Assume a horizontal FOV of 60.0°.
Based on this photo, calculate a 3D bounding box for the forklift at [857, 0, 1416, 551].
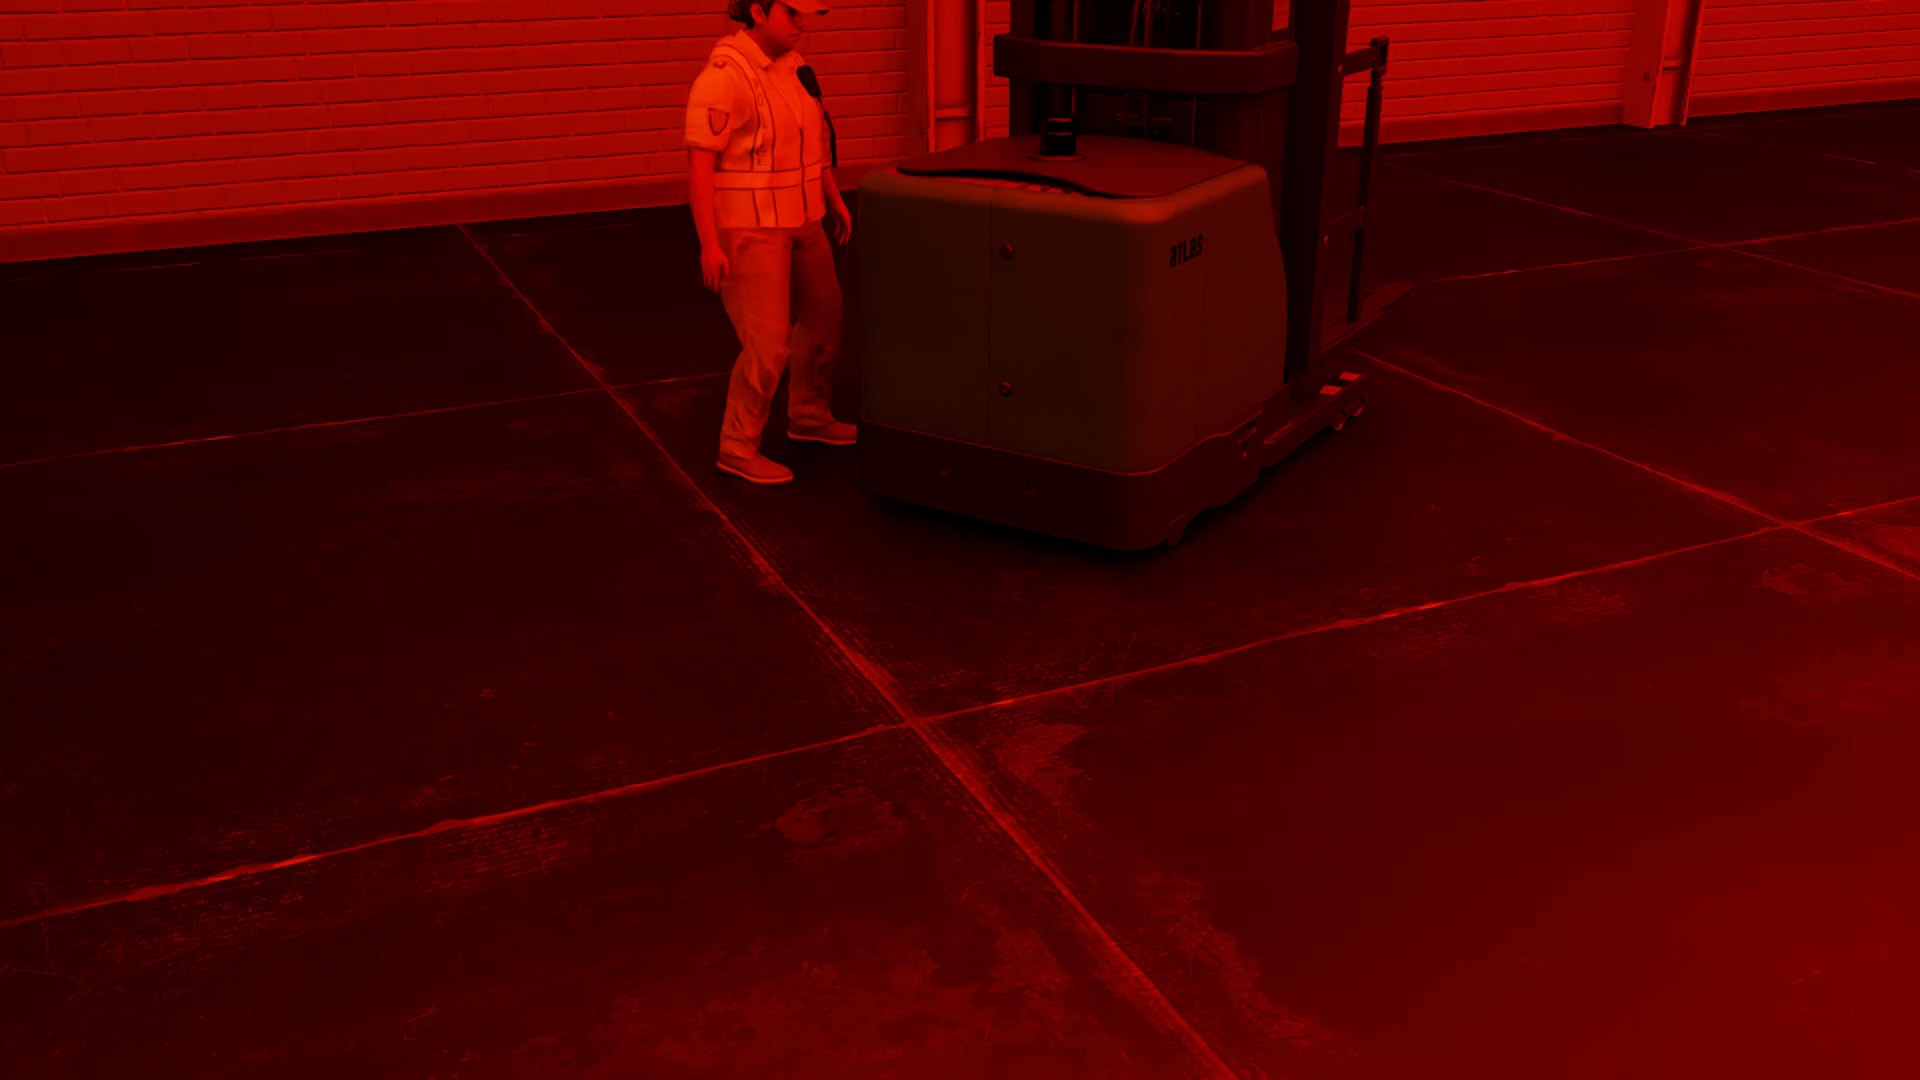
[{"bbox_3d":[0.885,-1.837,5.709,1.130,2.935,3.031,14,26,29],"label":"forklift"}]

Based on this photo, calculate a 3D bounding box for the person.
[{"bbox_3d":[-0.603,-1.019,5.425,0.426,1.643,0.723,12,25,27],"label":"person"}]
